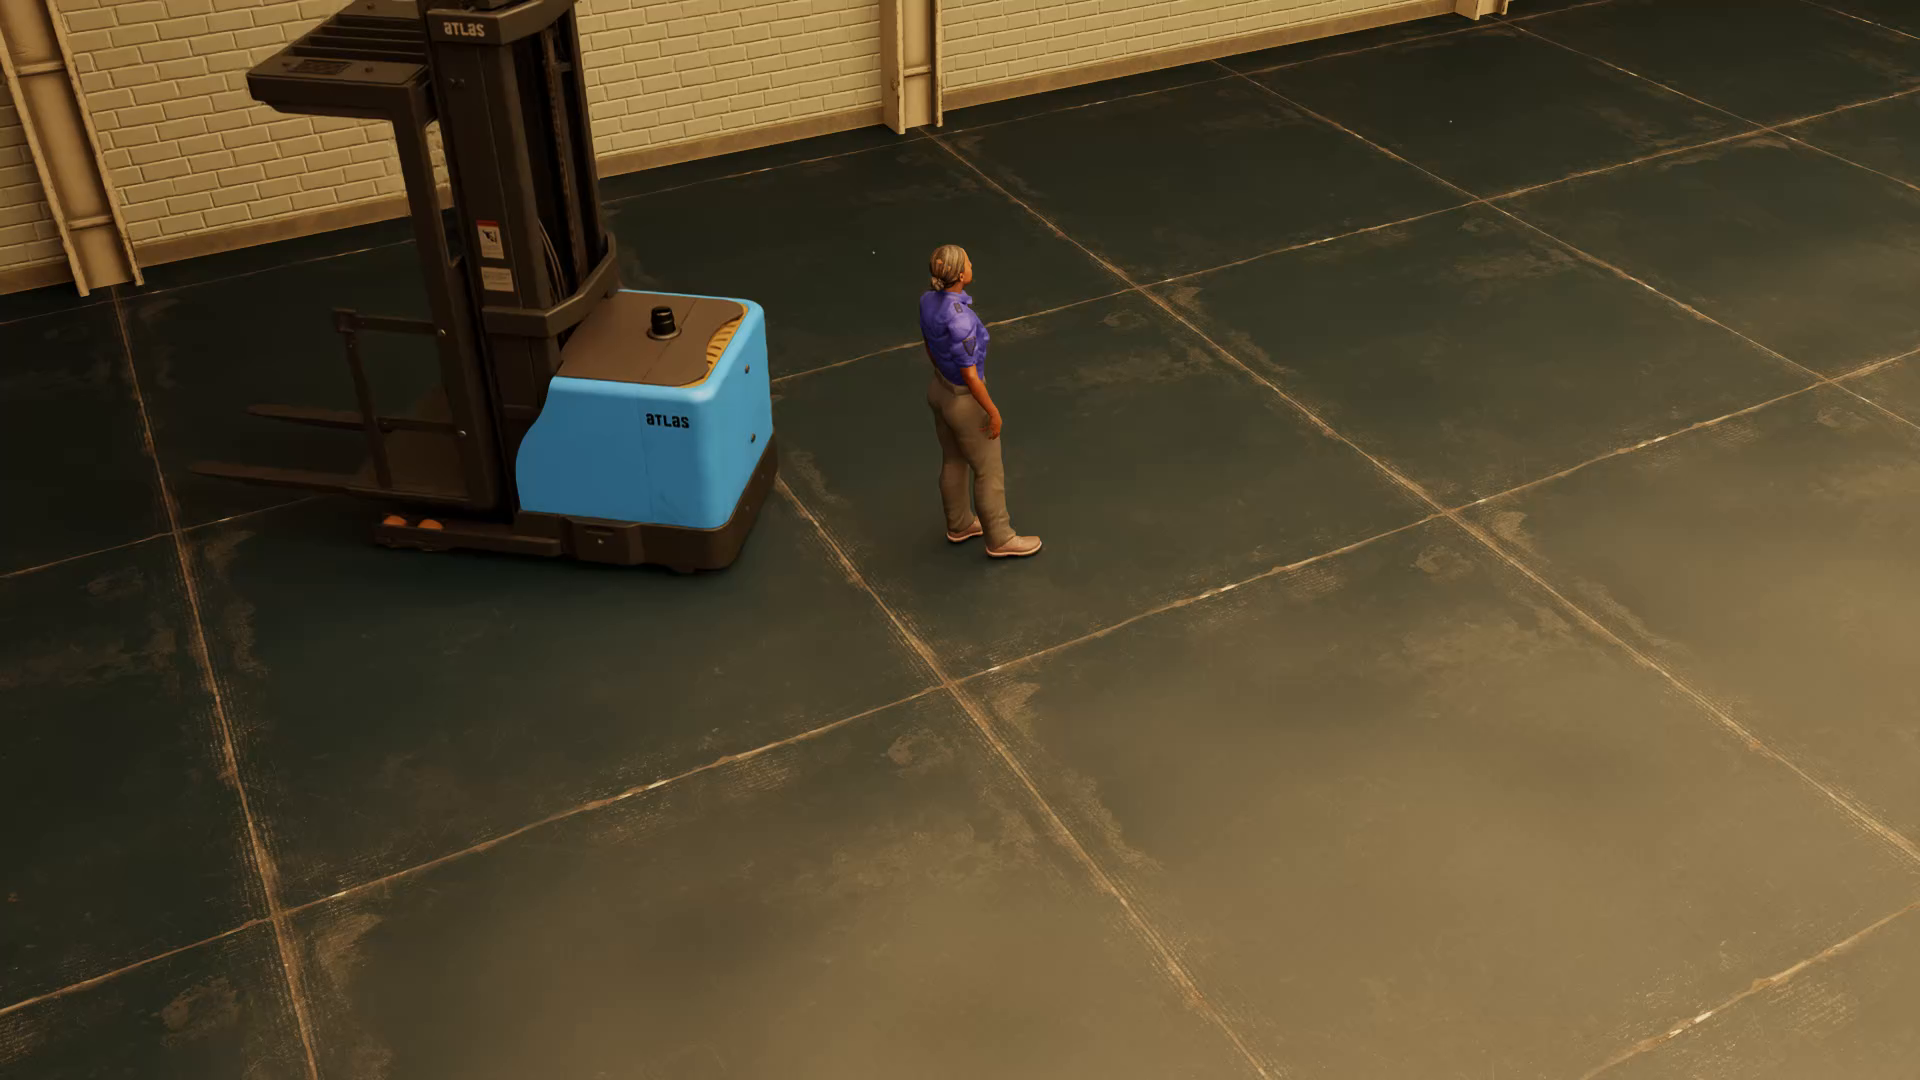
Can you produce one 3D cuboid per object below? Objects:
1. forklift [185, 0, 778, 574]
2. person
[{"bbox_3d":[-2.558,-1.429,8.144,3.031,2.935,1.130,6,36,8],"label":"forklift"},{"bbox_3d":[0.087,-0.695,8.200,0.502,1.657,0.570,-17,39,-23],"label":"person"}]
